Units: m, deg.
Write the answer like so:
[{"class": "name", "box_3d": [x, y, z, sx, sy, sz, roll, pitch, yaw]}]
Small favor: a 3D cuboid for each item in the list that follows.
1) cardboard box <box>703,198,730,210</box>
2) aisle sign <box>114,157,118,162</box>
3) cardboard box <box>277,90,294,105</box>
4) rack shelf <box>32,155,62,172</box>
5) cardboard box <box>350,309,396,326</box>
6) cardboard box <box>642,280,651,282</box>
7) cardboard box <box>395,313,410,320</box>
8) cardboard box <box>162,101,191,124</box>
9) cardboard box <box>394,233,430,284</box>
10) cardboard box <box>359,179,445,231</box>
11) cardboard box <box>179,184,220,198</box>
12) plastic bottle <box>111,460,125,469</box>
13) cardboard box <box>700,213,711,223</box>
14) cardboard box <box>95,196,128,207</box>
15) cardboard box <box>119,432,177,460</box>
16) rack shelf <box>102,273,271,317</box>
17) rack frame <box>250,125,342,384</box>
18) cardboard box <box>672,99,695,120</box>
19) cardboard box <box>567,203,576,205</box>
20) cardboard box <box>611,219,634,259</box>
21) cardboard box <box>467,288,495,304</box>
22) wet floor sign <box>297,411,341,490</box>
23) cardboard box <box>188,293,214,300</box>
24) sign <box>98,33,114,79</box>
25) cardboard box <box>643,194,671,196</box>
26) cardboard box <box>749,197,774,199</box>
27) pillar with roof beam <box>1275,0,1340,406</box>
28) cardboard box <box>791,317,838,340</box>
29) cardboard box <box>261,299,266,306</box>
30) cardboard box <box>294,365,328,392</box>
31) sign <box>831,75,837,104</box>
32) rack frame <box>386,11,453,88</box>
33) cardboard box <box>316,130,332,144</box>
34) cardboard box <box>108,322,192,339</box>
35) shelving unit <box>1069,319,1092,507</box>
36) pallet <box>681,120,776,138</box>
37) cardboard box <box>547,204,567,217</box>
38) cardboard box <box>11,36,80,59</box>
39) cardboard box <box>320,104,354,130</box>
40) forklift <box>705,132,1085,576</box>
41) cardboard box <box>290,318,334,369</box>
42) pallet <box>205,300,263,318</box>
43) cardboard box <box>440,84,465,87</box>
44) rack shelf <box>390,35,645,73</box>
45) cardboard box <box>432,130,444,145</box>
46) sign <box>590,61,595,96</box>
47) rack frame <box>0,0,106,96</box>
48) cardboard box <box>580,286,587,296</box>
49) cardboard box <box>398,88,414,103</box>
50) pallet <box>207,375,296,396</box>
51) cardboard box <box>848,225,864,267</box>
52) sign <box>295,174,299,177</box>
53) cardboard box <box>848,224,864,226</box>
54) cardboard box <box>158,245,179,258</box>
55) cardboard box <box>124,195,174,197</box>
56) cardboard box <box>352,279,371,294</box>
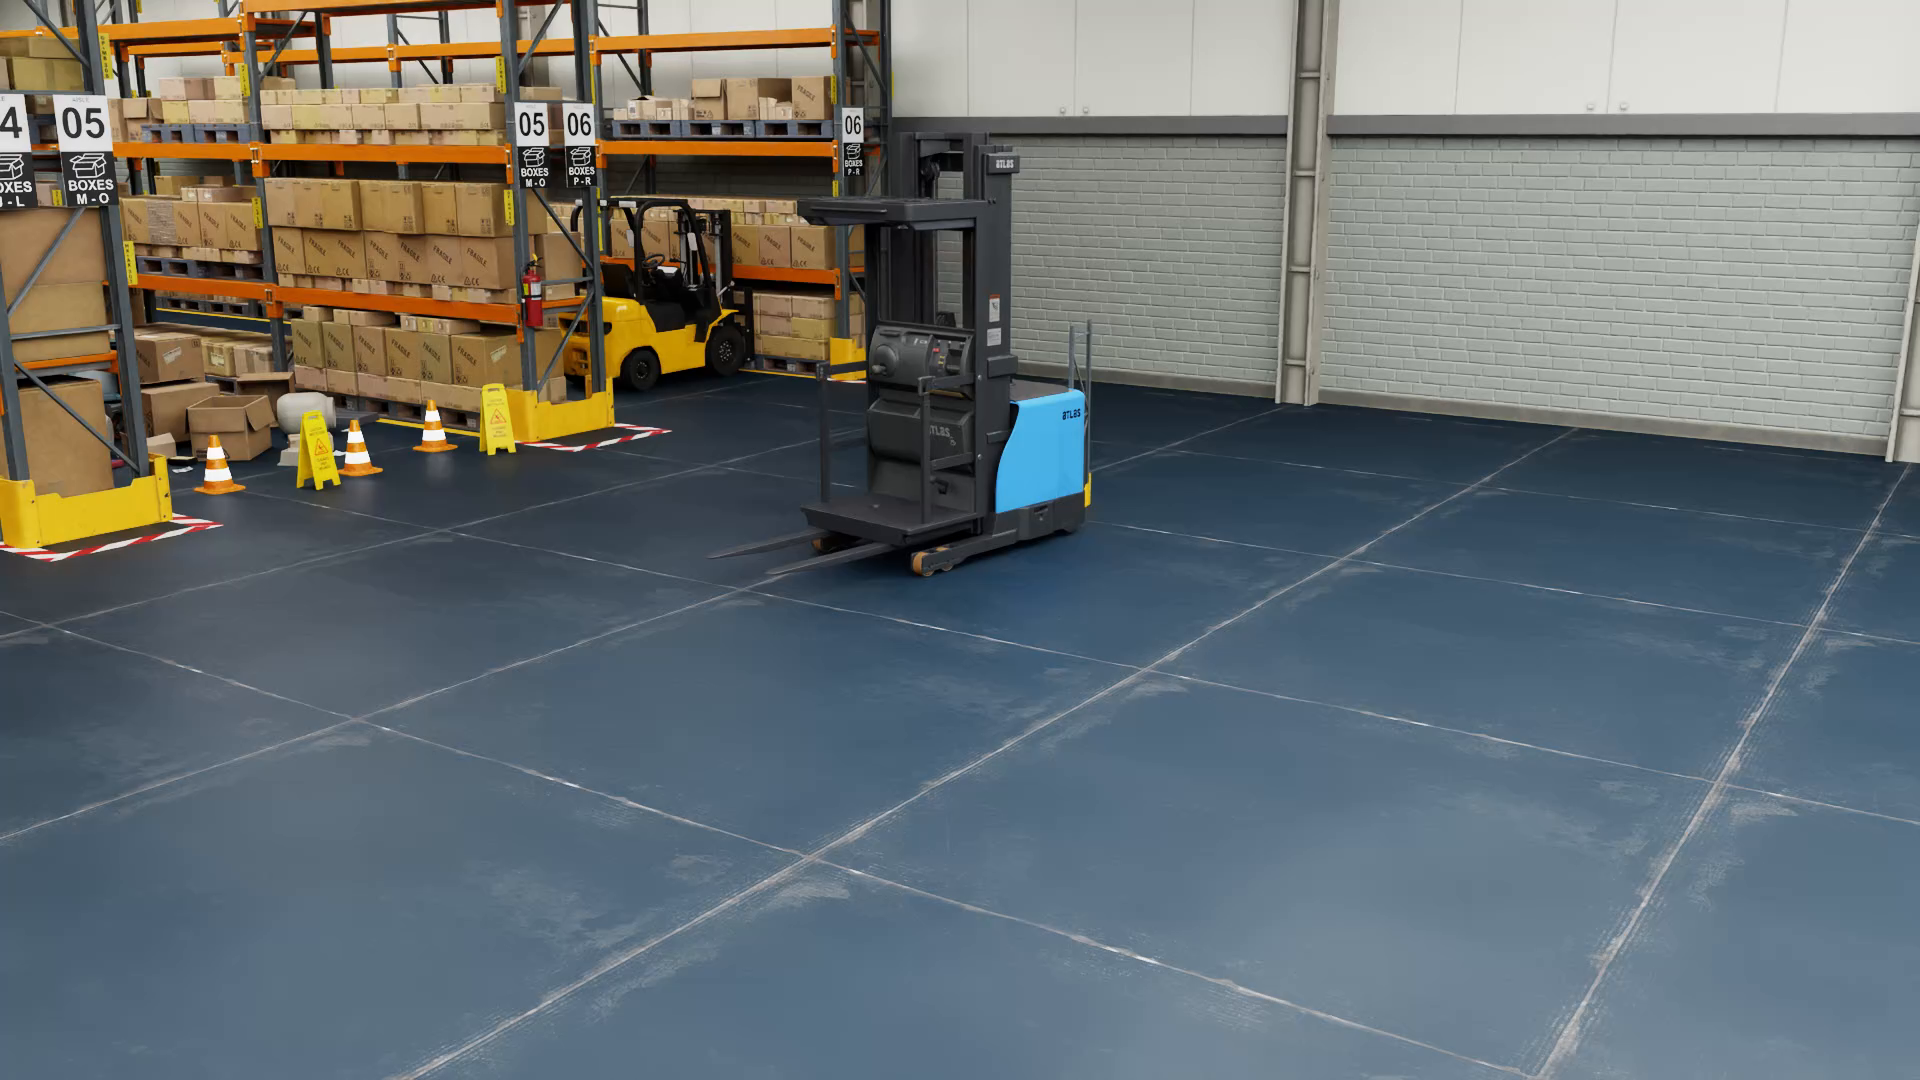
[{"class": "cardboard box", "box_3d": [-3.046, -4.273, 21.166, 0.250, 0.149, 0.380, 9, 17, 33]}, {"class": "aisle sign", "box_3d": [-14.652, -6.876, 28.447, 0.004, 0.787, 0.394, 9, 17, 33]}, {"class": "cardboard box", "box_3d": [-6.931, -4.649, 17.481, 0.250, 0.149, 0.380, 10, 17, 34]}, {"class": "rack shelf", "box_3d": [-8.261, -2.902, 13.059, 4.000, 0.370, 1.077, 9, 17, 33]}, {"class": "cardboard box", "box_3d": [-6.180, -2.346, 17.496, 0.250, 0.149, 0.380, 10, 17, 36]}, {"class": "cardboard box", "box_3d": [-3.958, -3.381, 22.507, 0.500, 0.250, 0.500, 10, 17, 34]}, {"class": "cardboard box", "box_3d": [-6.178, -2.203, 18.269, 0.500, 0.500, 0.500, 10, 17, 34]}, {"class": "cardboard box", "box_3d": [-8.647, -4.838, 18.820, 0.500, 0.250, 0.500, 9, 17, 34]}, {"class": "cardboard box", "box_3d": [-5.353, -2.874, 16.864, 0.500, 0.500, 0.500, 9, 17, 33]}, {"class": "cardboard box", "box_3d": [-5.701, -3.443, 17.080, 0.500, 0.500, 0.700, 9, 17, 32]}, {"class": "cardboard box", "box_3d": [-9.046, -4.149, 19.790, 0.250, 0.149, 0.380, 8, 16, 30]}, {"class": "plastic bottle", "box_3d": [-7.632, -0.679, 14.940, 0.133, 0.061, 0.283, 3, 14, 14]}, {"class": "cardboard box", "box_3d": [-3.085, -4.111, 21.130, 0.250, 0.149, 0.380, 9, 16, 32]}, {"class": "cardboard box", "box_3d": [-10.317, -3.891, 20.097, 0.500, 0.500, 0.500, 9, 16, 31]}, {"class": "cardboard box", "box_3d": [-7.466, -0.873, 15.297, 0.258, 0.266, 0.396, 13, 19, 42]}, {"class": "rack shelf", "box_3d": [-8.901, -2.983, 19.628, 4.000, 0.370, 1.077, 9, 17, 33]}, {"class": "rack frame", "box_3d": [-7.242, -3.064, 18.458, 0.127, 3.000, 1.000, 9, 17, 33]}, {"class": "cardboard box", "box_3d": [-3.413, -5.438, 21.003, 0.258, 0.266, 0.396, 9, 16, 31]}, {"class": "cardboard box", "box_3d": [-5.270, -4.618, 23.177, 0.250, 0.149, 0.380, 9, 17, 32]}, {"class": "cardboard box", "box_3d": [-4.252, -3.991, 21.995, 0.500, 0.500, 0.500, 9, 16, 31]}, {"class": "cardboard box", "box_3d": [-4.625, -2.425, 16.399, 0.250, 0.149, 0.380, 9, 16, 32]}, {"class": "wet floor sign", "box_3d": [-5.472, -0.775, 14.111, 0.232, 0.644, 0.267, 6, 15, 23]}, {"class": "cardboard box", "box_3d": [-12.428, -4.291, 27.745, 0.500, 0.500, 0.700, 8, 16, 31]}, {"class": "sign", "box_3d": [-6.287, -3.556, 12.218, 0.005, 0.325, 0.100, 9, 17, 33]}, {"class": "cardboard box", "box_3d": [-4.041, -4.579, 22.403, 0.250, 0.149, 0.380, 9, 17, 33]}, {"class": "cardboard box", "box_3d": [-2.583, -4.326, 21.380, 0.250, 0.149, 0.380, 9, 17, 33]}, {"class": "pillar with roof beam", "box_3d": [1.346, -5.040, 13.955, 0.400, 9.000, 9.100, 9, 17, 33]}, {"class": "cardboard box", "box_3d": [-1.734, -2.632, 20.523, 0.500, 0.250, 0.500, 9, 16, 32]}, {"class": "cardboard box", "box_3d": [-10.837, -4.008, 26.599, 0.500, 0.500, 0.500, 10, 17, 35]}, {"class": "cardboard box", "box_3d": [-6.903, -1.800, 18.201, 0.500, 0.250, 0.500, 8, 16, 30]}, {"class": "sign", "box_3d": [-1.470, -5.259, 19.404, 0.005, 0.325, 0.100, 9, 17, 33]}, {"class": "rack frame", "box_3d": [-7.794, -7.503, 23.904, 0.127, 3.000, 1.000, 9, 17, 33]}, {"class": "cardboard box", "box_3d": [-6.481, -4.208, 17.362, 0.250, 0.149, 0.380, 10, 17, 34]}, {"class": "cardboard box", "box_3d": [-10.098, -2.451, 20.576, 0.625, 0.372, 0.950, 8, 16, 29]}, {"class": "shelving unit", "box_3d": [0.455, -1.005, 13.261, 1.083, 1.500, 0.587, 5, 15, 20]}, {"class": "pallet", "box_3d": [-2.744, -5.194, 21.006, 1.213, 0.211, 1.003, 9, 17, 33]}, {"class": "cardboard box", "box_3d": [-5.572, -4.502, 22.710, 0.250, 0.149, 0.380, 9, 16, 31]}, {"class": "cardboard box", "box_3d": [-6.701, -3.609, 12.198, 0.250, 0.149, 0.380, 9, 17, 33]}, {"class": "cardboard box", "box_3d": [-6.188, -4.341, 17.067, 0.500, 0.250, 0.500, 9, 17, 33]}, {"class": "forklift", "box_3d": [-0.420, -1.312, 11.523, 1.130, 2.935, 3.031, 12, 19, 41]}, {"class": "cardboard box", "box_3d": [-6.903, -2.164, 18.111, 0.500, 0.500, 0.500, 10, 17, 35]}, {"class": "pallet", "box_3d": [-11.682, -3.866, 27.500, 1.213, 0.211, 1.003, 9, 17, 33]}, {"class": "cardboard box", "box_3d": [-6.854, -6.154, 23.409, 0.500, 0.500, 0.700, 9, 16, 32]}, {"class": "rack shelf", "box_3d": [-6.134, -6.691, 22.955, 4.000, 0.370, 1.077, 9, 17, 33]}, {"class": "cardboard box", "box_3d": [-4.974, -3.970, 16.399, 0.250, 0.149, 0.380, 9, 17, 33]}, {"class": "sign", "box_3d": [-3.620, -4.516, 16.263, 0.005, 0.325, 0.100, 9, 17, 33]}, {"class": "rack frame", "box_3d": [-6.602, -4.439, 11.528, 0.127, 3.000, 1.000, 9, 17, 33]}, {"class": "cardboard box", "box_3d": [-4.914, -3.173, 22.967, 0.625, 0.625, 0.875, 10, 17, 35]}, {"class": "cardboard box", "box_3d": [-5.366, -4.427, 16.585, 0.250, 0.149, 0.380, 9, 16, 31]}, {"class": "pallet", "box_3d": [-7.889, -1.814, 19.214, 1.213, 0.211, 1.003, 9, 17, 33]}, {"class": "cardboard box", "box_3d": [-1.412, -3.688, 20.771, 0.500, 0.500, 0.500, 10, 17, 35]}, {"class": "sign", "box_3d": [-10.806, -5.800, 27.102, 0.005, 0.325, 0.100, 9, 17, 33]}, {"class": "cardboard box", "box_3d": [-1.292, -3.978, 20.594, 0.250, 0.149, 0.380, 9, 16, 31]}, {"class": "cardboard box", "box_3d": [-9.081, -3.375, 19.364, 0.250, 0.149, 0.380, 10, 17, 35]}, {"class": "cardboard box", "box_3d": [-10.029, -3.992, 20.505, 0.500, 0.500, 0.500, 9, 16, 31]}, {"class": "cardboard box", "box_3d": [-6.103, -2.662, 17.359, 0.250, 0.149, 0.380, 9, 17, 33]}]
